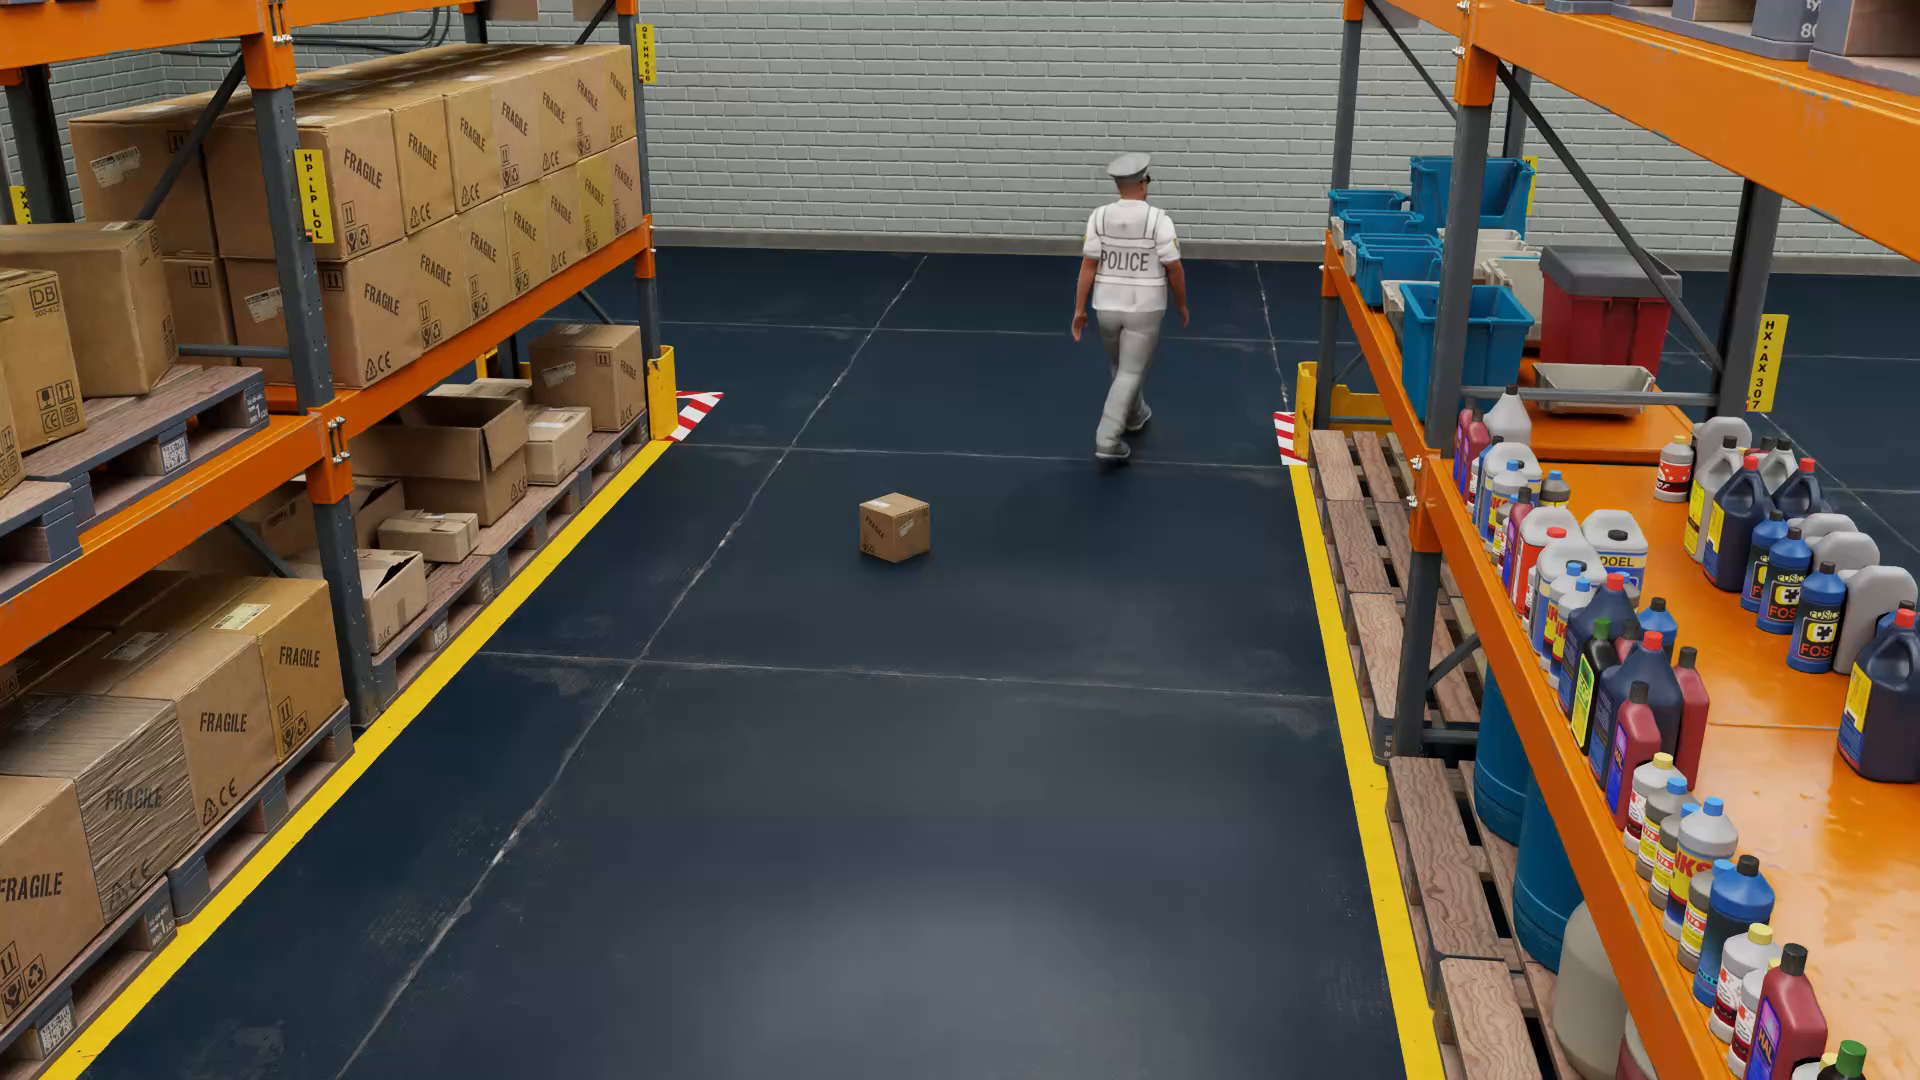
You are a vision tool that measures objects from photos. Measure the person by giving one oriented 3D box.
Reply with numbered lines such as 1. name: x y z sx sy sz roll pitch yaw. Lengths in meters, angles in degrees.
1. person: 1.005 -1.379 9.629 0.595 1.701 1.090 11 24 27
